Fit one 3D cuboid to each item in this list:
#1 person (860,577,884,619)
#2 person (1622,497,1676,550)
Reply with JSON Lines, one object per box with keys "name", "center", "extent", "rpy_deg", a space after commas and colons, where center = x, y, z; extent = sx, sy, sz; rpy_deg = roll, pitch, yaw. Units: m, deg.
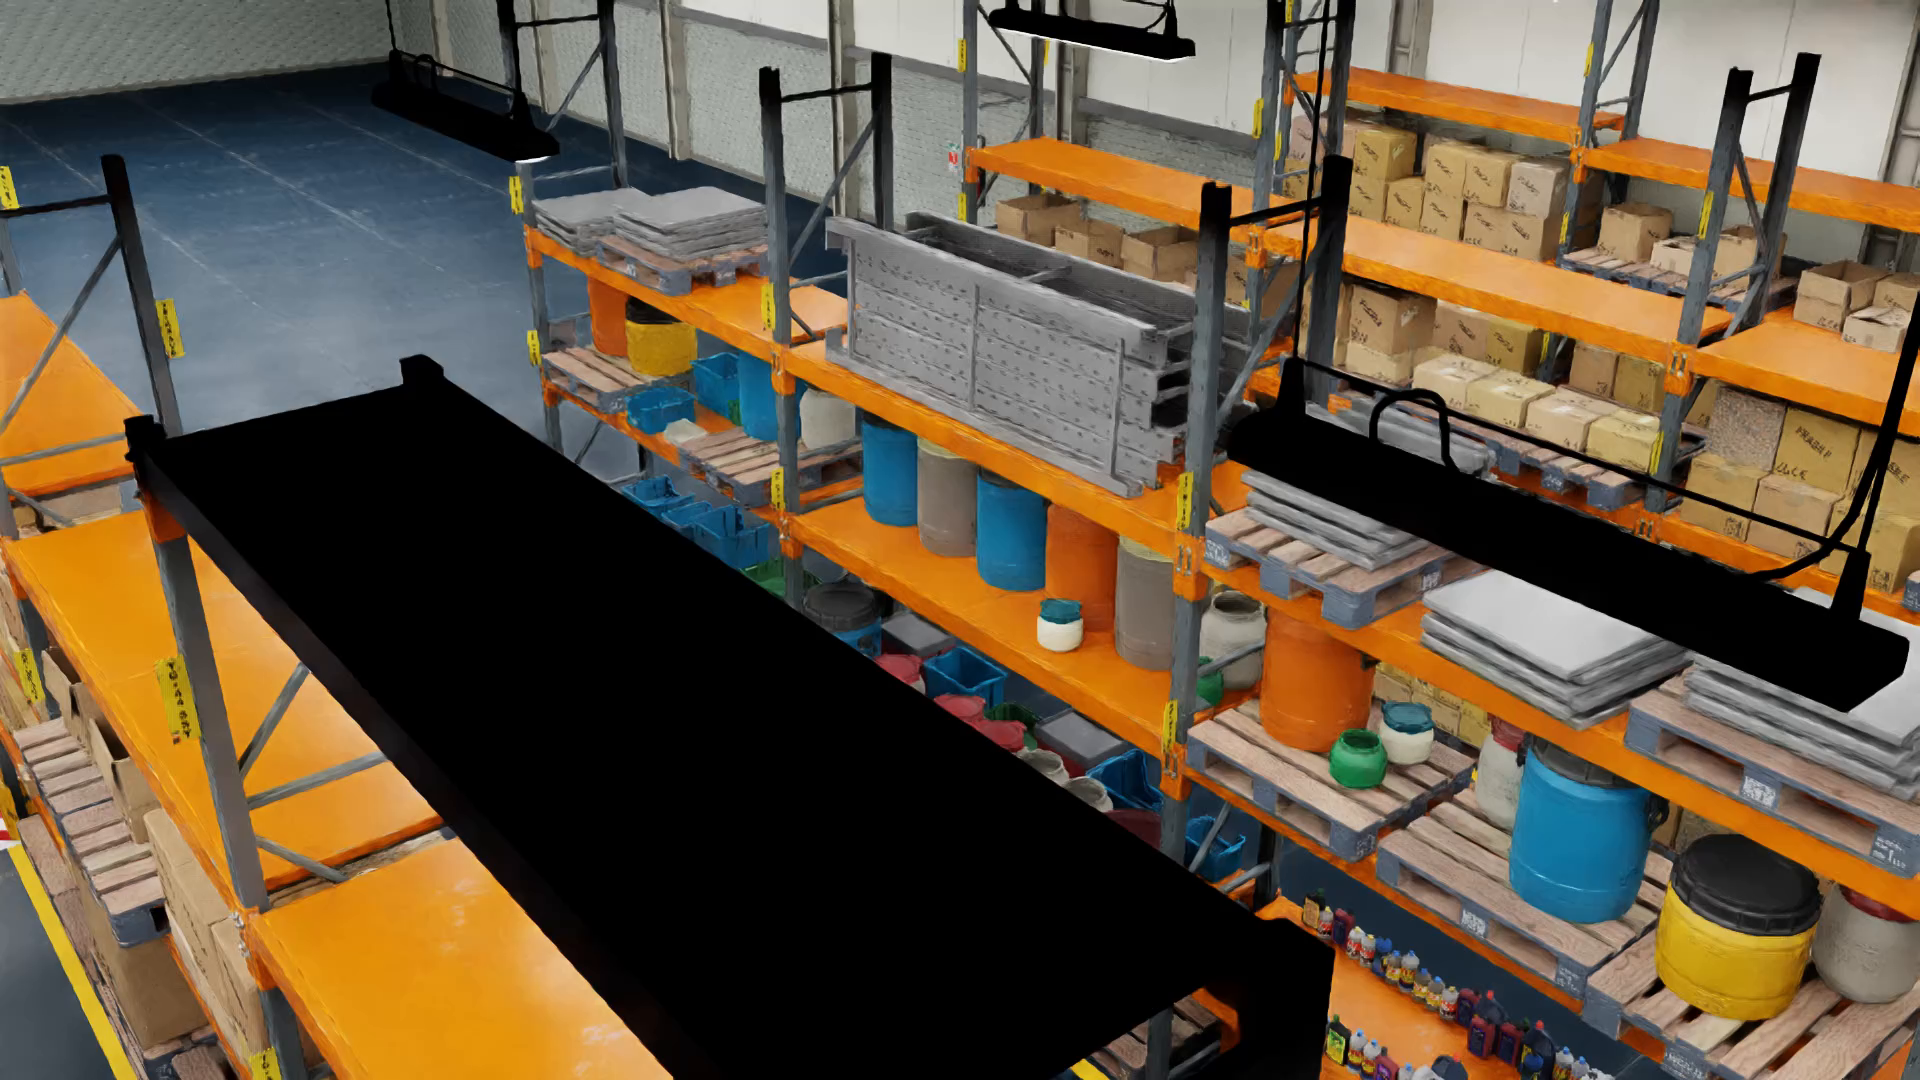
{"name": "person", "center": [-0.695, 0.374, 15.410], "extent": [0.489, 1.787, 0.608], "rpy_deg": [-4, 26, -8]}
{"name": "person", "center": [6.742, -0.033, 16.325], "extent": [1.030, 1.727, 0.528], "rpy_deg": [22, 34, 38]}
